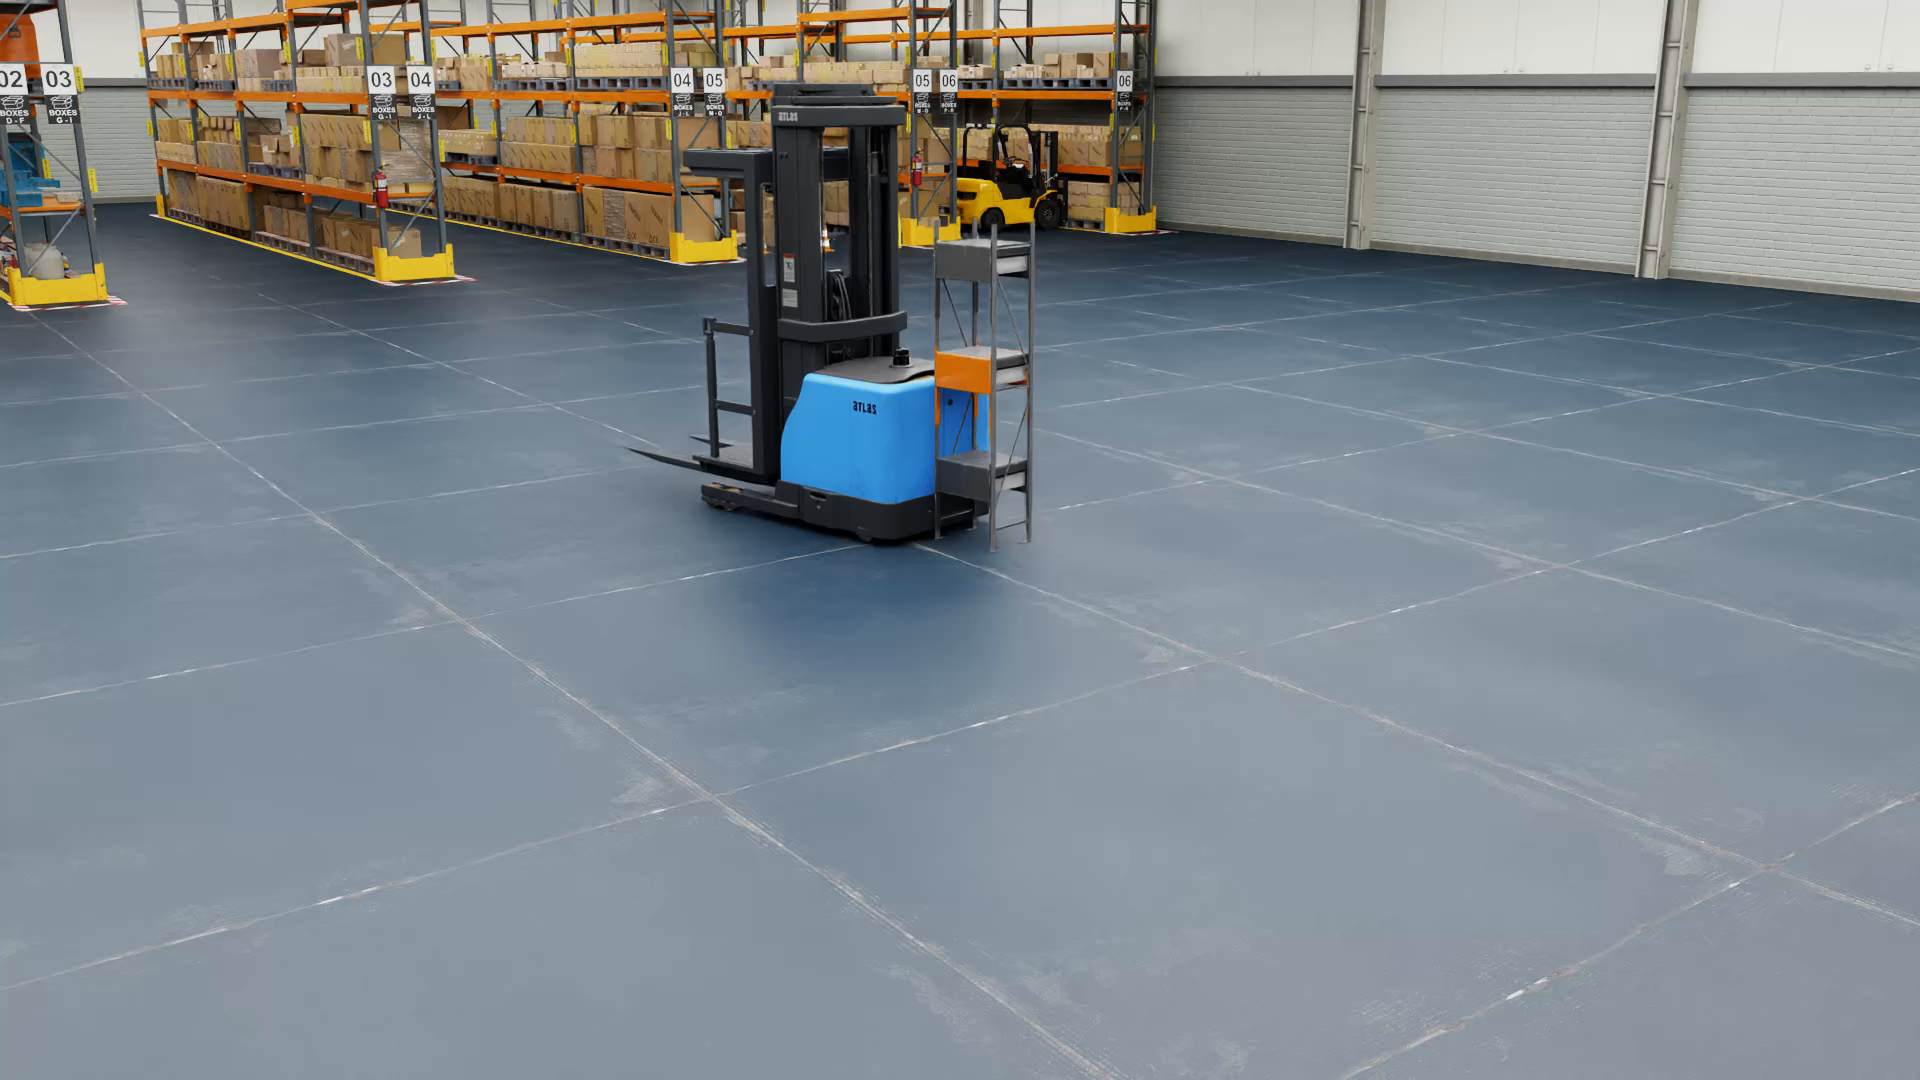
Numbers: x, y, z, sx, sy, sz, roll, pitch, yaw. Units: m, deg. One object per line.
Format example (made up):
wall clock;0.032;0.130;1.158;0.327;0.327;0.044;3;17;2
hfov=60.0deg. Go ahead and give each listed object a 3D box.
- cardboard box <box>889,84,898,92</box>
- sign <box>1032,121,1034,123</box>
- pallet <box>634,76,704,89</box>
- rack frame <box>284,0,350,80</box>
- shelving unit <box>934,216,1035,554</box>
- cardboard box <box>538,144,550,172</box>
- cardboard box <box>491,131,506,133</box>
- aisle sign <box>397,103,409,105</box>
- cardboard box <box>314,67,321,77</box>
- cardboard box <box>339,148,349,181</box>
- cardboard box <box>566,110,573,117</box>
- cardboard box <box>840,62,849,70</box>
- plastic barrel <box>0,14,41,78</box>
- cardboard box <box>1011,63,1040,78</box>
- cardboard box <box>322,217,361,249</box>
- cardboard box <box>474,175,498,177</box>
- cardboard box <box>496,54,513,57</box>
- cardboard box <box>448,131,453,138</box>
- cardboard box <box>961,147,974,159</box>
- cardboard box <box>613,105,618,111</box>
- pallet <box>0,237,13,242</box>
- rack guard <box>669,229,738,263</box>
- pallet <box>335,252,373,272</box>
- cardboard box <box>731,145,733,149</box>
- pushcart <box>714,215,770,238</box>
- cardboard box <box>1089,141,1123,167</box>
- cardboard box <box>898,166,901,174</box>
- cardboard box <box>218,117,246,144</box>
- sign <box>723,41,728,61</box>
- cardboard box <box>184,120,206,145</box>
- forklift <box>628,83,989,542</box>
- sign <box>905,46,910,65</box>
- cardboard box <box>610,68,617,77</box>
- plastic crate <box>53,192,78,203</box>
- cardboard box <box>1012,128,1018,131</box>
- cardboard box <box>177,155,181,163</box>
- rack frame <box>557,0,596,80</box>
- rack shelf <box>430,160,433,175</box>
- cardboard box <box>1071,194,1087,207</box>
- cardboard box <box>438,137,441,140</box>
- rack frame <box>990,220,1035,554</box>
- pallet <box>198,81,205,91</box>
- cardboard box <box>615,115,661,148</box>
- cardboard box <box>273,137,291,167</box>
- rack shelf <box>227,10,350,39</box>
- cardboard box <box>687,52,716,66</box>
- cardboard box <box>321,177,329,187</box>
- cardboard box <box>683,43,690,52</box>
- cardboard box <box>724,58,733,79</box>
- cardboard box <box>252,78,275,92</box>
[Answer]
cardboard box;-1.103;-8.493;31.220;0.380;0.149;0.250;-11;19;-34
sign;1.615;-9.255;37.417;0.100;0.325;0.005;-11;19;-35
pallet;-4.883;-7.858;28.590;1.003;0.211;1.213;-11;19;-35
rack frame;-10.862;-9.297;27.996;1.000;3.000;0.127;-11;19;-35
shelving unit;0.154;-1.005;10.772;0.503;2.100;0.431;13;20;40
cardboard box;-7.908;-7.485;32.553;0.500;0.500;0.500;-11;19;-34
cardboard box;-9.874;-8.727;35.832;0.380;0.149;0.250;-10;18;-32
aisle sign;-13.647;-11.030;40.768;0.394;0.787;0.004;-11;19;-35
cardboard box;-10.301;-7.629;27.114;0.380;0.149;0.250;-11;19;-36
cardboard box;-9.462;-6.064;26.796;0.875;0.500;0.500;-11;19;-35
cardboard box;-9.850;-10.887;43.089;0.500;0.500;0.500;-11;19;-36
cardboard box;-2.115;-9.264;32.524;0.380;0.149;0.250;-11;19;-35
plastic barrel;-12.905;-6.721;22.658;0.600;0.830;0.708;-11;19;-35
cardboard box;1.459;-10.152;35.986;0.500;0.311;0.500;-10;18;-33
cardboard box;-10.659;-5.308;28.728;0.500;0.500;0.500;-12;19;-36
cardboard box;-10.561;-7.986;37.093;0.500;0.250;0.500;-10;18;-32
cardboard box;-9.643;-10.157;35.184;0.396;0.266;0.258;-11;19;-35
cardboard box;-10.874;-8.796;36.087;0.380;0.149;0.250;-10;18;-32
cardboard box;0.359;-8.814;37.880;0.500;0.250;0.500;-11;19;-35
cardboard box;-8.358;-10.688;41.133;0.380;0.149;0.250;-11;19;-35
pallet;-17.718;-5.305;30.060;1.003;0.211;1.213;-11;19;-35
rack guard;-4.425;-5.086;28.713;1.175;0.500;0.348;-11;19;-35
pallet;-9.717;-4.659;27.700;1.003;0.211;1.213;-11;19;-35
cardboard box;-4.895;-8.647;36.668;0.380;0.149;0.250;-12;20;-38
pushcart;-4.661;-6.312;33.422;0.936;0.377;1.648;10;18;33
cardboard box;3.017;-7.971;34.327;0.500;0.500;0.500;-11;19;-36
cardboard box;-1.126;-7.049;31.626;0.380;0.149;0.250;-11;19;-35
cardboard box;-14.411;-8.230;33.372;0.797;0.503;0.637;-10;18;-33
sign;-3.986;-8.289;28.190;0.100;0.325;0.005;-11;19;-35
cardboard box;-16.053;-8.601;35.118;0.500;0.500;0.500;-10;18;-33
forklift;-1.220;-1.706;11.757;3.031;2.935;1.130;13;20;40
sign;-0.955;-8.879;30.476;0.100;0.325;0.005;-11;19;-35
cardboard box;-5.957;-8.272;29.427;0.380;0.149;0.250;-11;19;-34
plastic crate;-12.783;-4.894;23.774;0.298;0.136;0.250;-11;19;-35
cardboard box;1.355;-9.064;36.528;0.380;0.149;0.250;-11;19;-34
cardboard box;-16.766;-8.279;36.117;0.380;0.149;0.250;-11;19;-35
rack frame;-9.902;-13.397;42.979;1.000;3.000;0.127;-11;19;-35
rack shelf;-12.670;-8.940;39.419;1.077;0.370;4.000;-11;19;-35
cardboard box;2.693;-7.140;34.947;0.500;0.250;0.500;-11;19;-35
cardboard box;-11.329;-8.819;36.732;0.380;0.149;0.250;-10;18;-33
rack frame;0.334;-0.962;10.614;0.015;2.100;0.400;13;20;40
pallet;-14.987;-9.278;33.972;0.805;0.209;1.217;-12;19;-37
cardboard box;-5.660;-7.312;29.781;0.875;0.550;0.500;-11;19;-35
cardboard box;-11.956;-7.011;30.019;0.797;0.503;0.637;-9;18;-29
rack shelf;-12.038;-9.184;29.704;1.077;0.370;4.000;-11;19;-35
cardboard box;-4.515;-8.209;28.439;0.500;0.250;0.500;-11;19;-35
cardboard box;-10.405;-5.973;27.693;0.380;0.149;0.250;-11;19;-35
cardboard box;-4.524;-8.432;28.502;0.380;0.149;0.250;-11;19;-34
cardboard box;-5.542;-10.552;37.273;0.797;0.503;0.637;-12;20;-38
cardboard box;-12.532;-8.274;30.225;0.500;0.250;0.500;-10;18;-33
